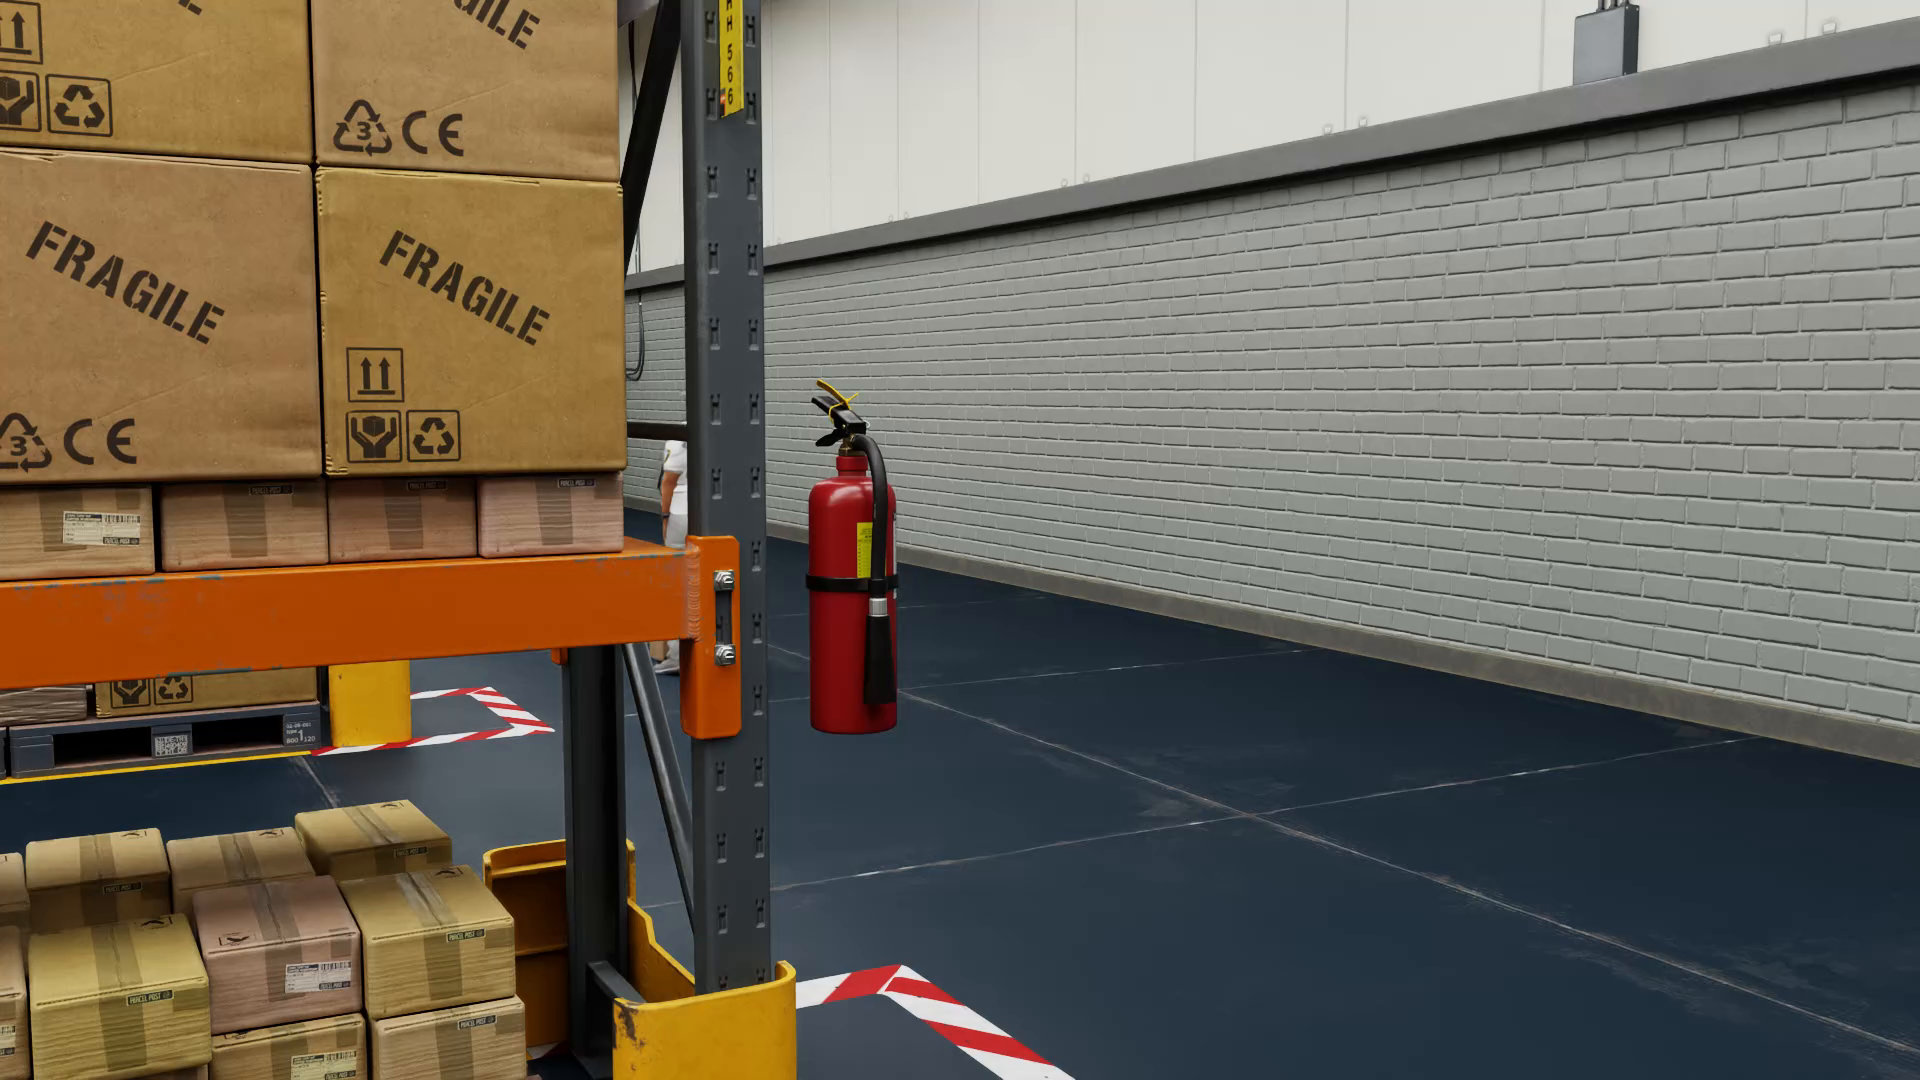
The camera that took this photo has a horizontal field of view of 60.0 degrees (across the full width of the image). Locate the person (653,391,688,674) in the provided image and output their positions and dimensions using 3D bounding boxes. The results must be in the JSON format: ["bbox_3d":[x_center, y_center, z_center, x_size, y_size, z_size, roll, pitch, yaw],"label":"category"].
[{"bbox_3d":[-1.477,-0.082,9.409,0.524,1.684,0.380,-3,6,-28],"label":"person"}]
